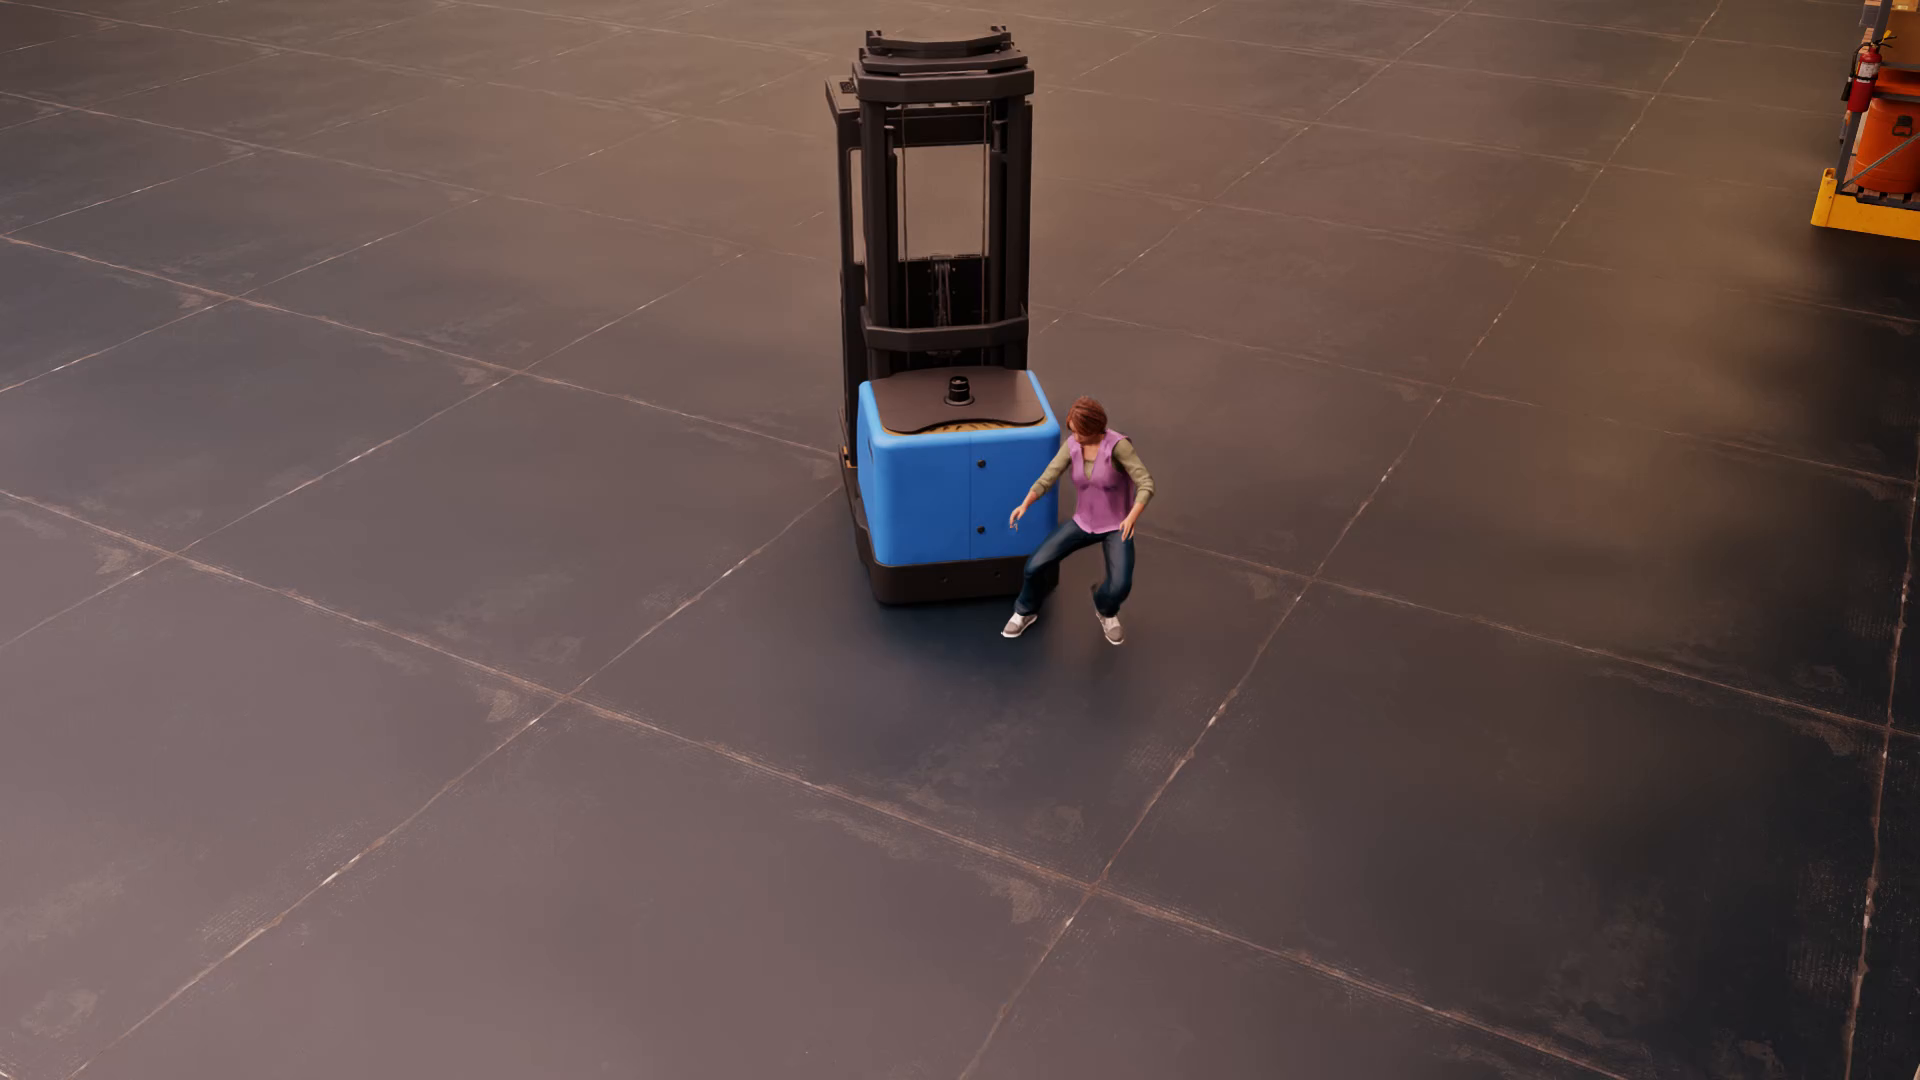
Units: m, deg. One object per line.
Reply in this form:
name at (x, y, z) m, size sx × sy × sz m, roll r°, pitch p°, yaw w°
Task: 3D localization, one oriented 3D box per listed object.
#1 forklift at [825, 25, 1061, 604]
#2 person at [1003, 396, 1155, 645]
forklift at (-0.181, -1.633, 9.900) m, size 1.130 × 2.935 × 3.031 m, roll -5°, pitch 30°, yaw -8°
person at (0.613, -0.040, 8.678) m, size 0.762 × 1.399 × 0.689 m, roll 17°, pitch 34°, yaw 27°
